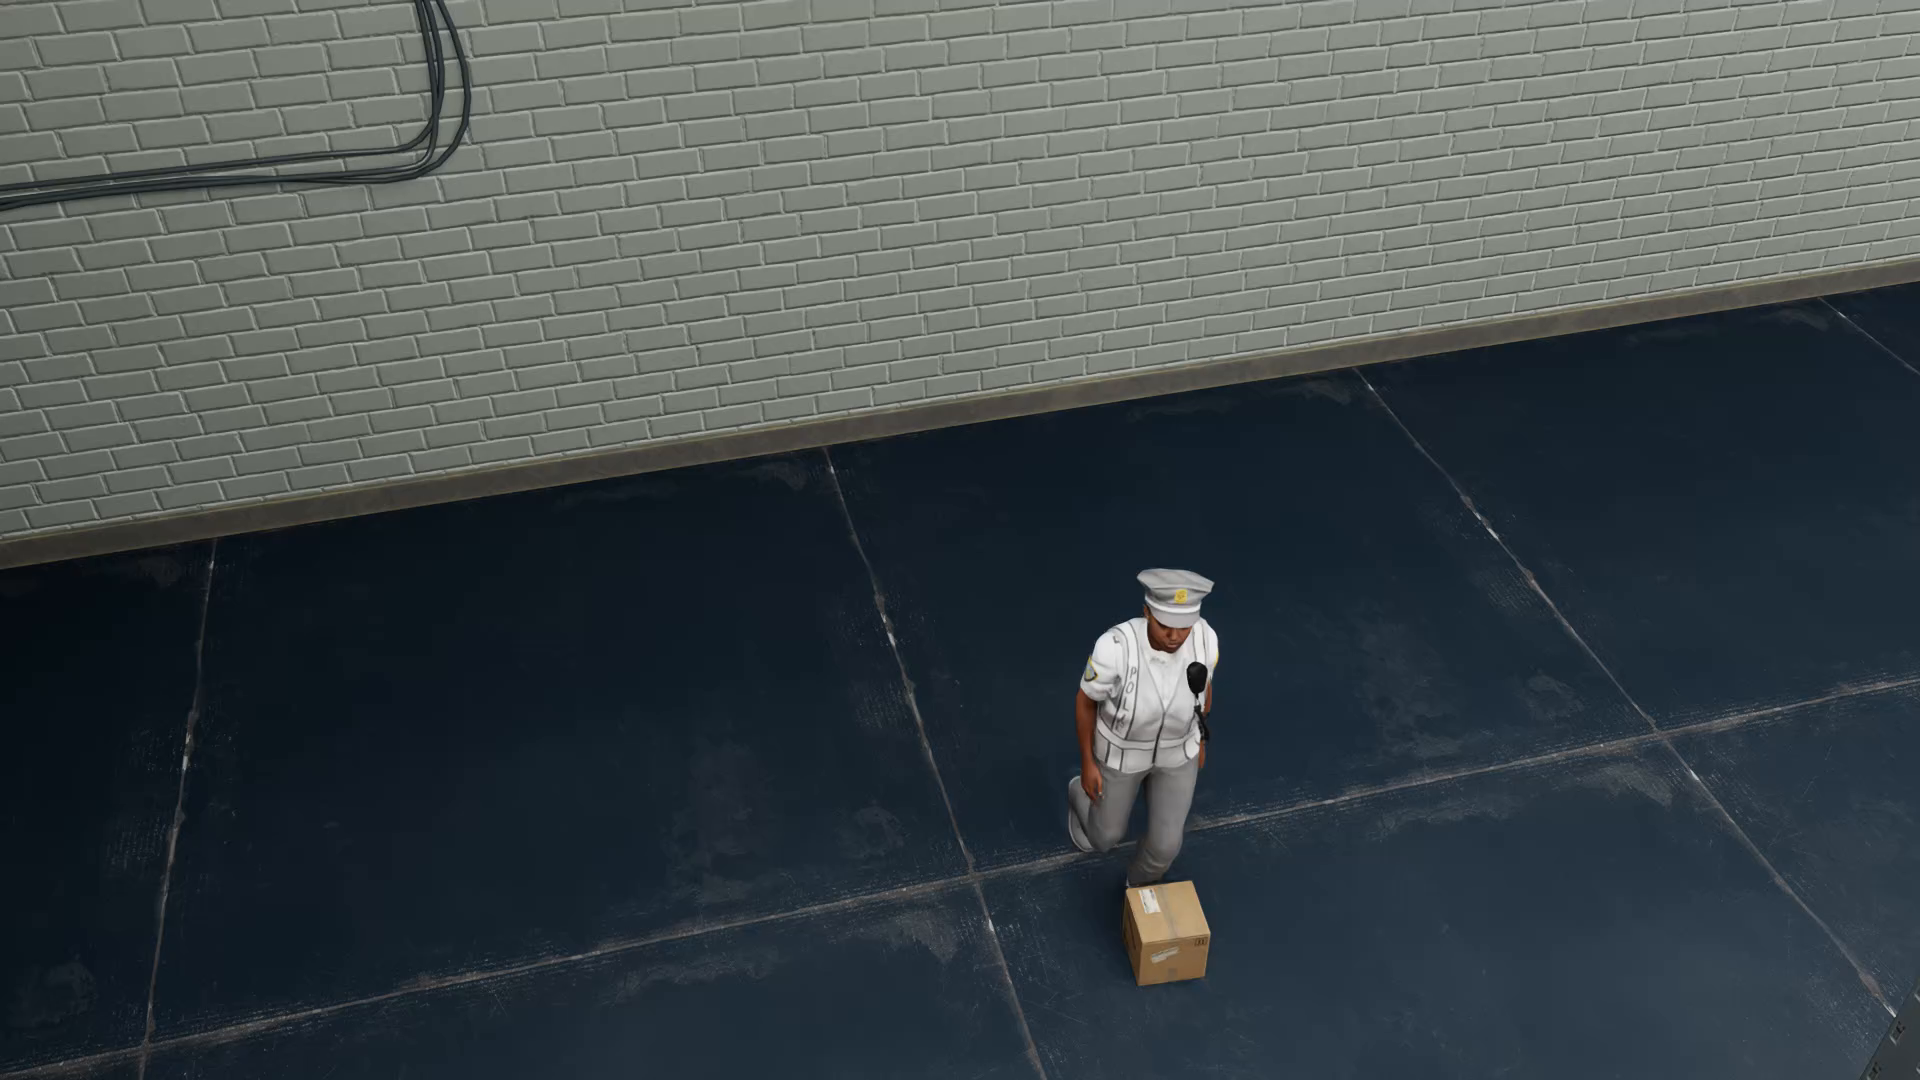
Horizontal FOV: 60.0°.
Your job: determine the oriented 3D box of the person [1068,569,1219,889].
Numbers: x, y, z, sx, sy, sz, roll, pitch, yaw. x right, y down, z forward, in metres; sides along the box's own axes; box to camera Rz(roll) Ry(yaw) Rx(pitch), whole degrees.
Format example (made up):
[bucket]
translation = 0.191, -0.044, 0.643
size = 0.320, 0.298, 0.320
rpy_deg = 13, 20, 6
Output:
[person]
translation = 0.620, 0.654, 5.864
size = 0.490, 1.667, 0.604
rpy_deg = -5, 39, -6
